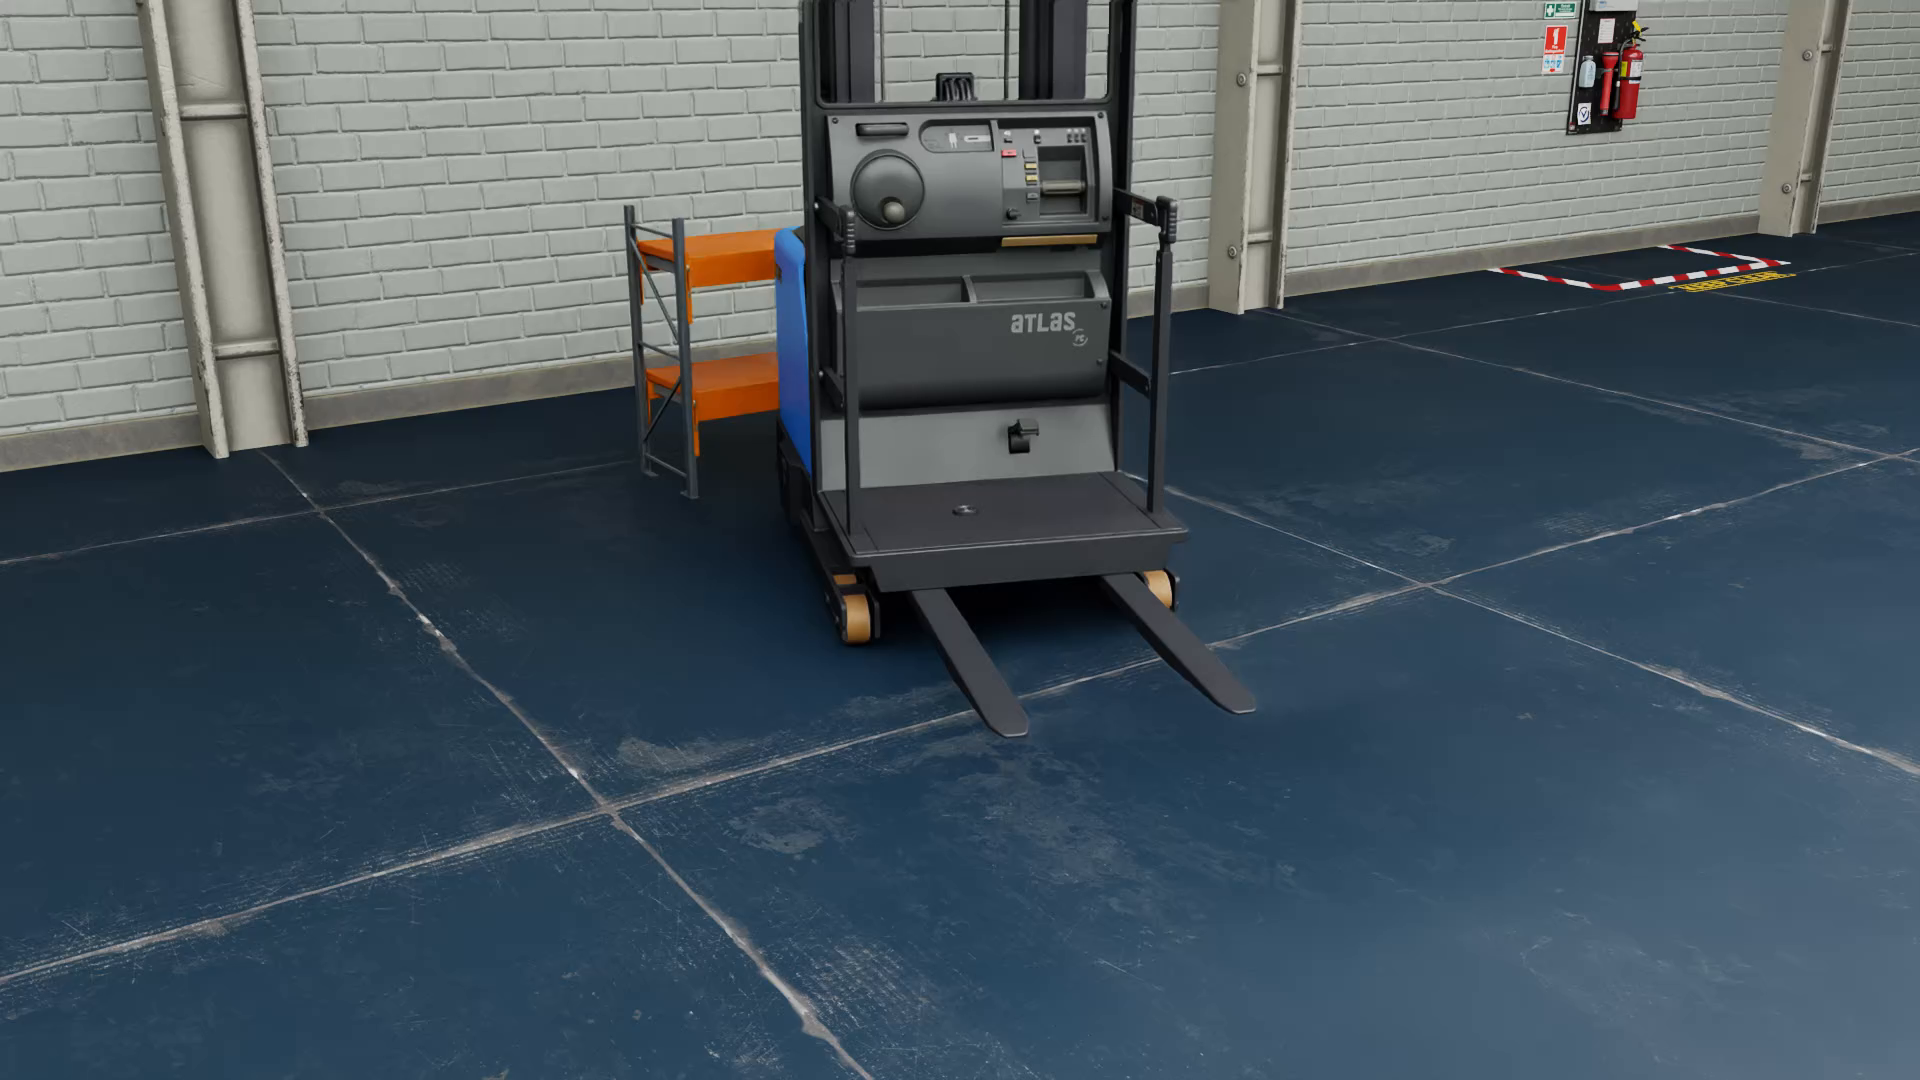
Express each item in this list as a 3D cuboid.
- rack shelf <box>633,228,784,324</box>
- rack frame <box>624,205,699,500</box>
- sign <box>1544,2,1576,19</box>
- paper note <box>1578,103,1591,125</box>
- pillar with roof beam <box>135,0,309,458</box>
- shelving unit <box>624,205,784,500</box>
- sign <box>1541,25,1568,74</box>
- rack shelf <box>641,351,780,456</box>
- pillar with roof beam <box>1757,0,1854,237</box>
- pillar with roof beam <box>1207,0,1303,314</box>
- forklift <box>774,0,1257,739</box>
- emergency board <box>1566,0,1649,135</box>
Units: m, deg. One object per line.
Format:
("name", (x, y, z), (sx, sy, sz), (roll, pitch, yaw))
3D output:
("rack shelf", (-0.795, -1.134, 6.928), (1.000, 0.278, 0.538), (-12, 22, -32))
("rack frame", (-1.214, -0.764, 6.749), (0.032, 1.125, 0.500), (-12, 22, -32))
("sign", (4.239, -3.740, 11.740), (0.331, 0.109, 0.001), (-12, 22, -31))
("paper note", (4.563, -3.113, 12.145), (0.142, 0.148, 0.016), (-12, 22, -31))
("pillar with roof beam", (-0.821, -3.545, 2.680), (0.400, 9.000, 9.100), (-12, 22, -31))
("shelving unit", (-0.795, -0.857, 7.022), (1.048, 1.125, 0.538), (-12, 22, -32))
("sign", (4.230, -3.490, 11.829), (0.234, 0.329, 0.001), (-12, 22, -31))
("rack shelf", (-0.795, -0.625, 7.100), (1.000, 0.278, 0.538), (-12, 22, -32))
("pillar with roof beam", (9.201, -5.659, 8.932), (0.400, 9.000, 9.100), (-12, 22, -31))
("pillar with roof beam", (4.190, -4.602, 5.806), (0.400, 9.000, 9.100), (-12, 22, -31))
("forklift", (0.089, -1.188, 5.182), (1.130, 2.935, 3.031), (-4, 19, -13))
("emergency board", (4.749, -3.543, 12.042), (0.643, 1.169, 0.194), (-12, 22, -31))
